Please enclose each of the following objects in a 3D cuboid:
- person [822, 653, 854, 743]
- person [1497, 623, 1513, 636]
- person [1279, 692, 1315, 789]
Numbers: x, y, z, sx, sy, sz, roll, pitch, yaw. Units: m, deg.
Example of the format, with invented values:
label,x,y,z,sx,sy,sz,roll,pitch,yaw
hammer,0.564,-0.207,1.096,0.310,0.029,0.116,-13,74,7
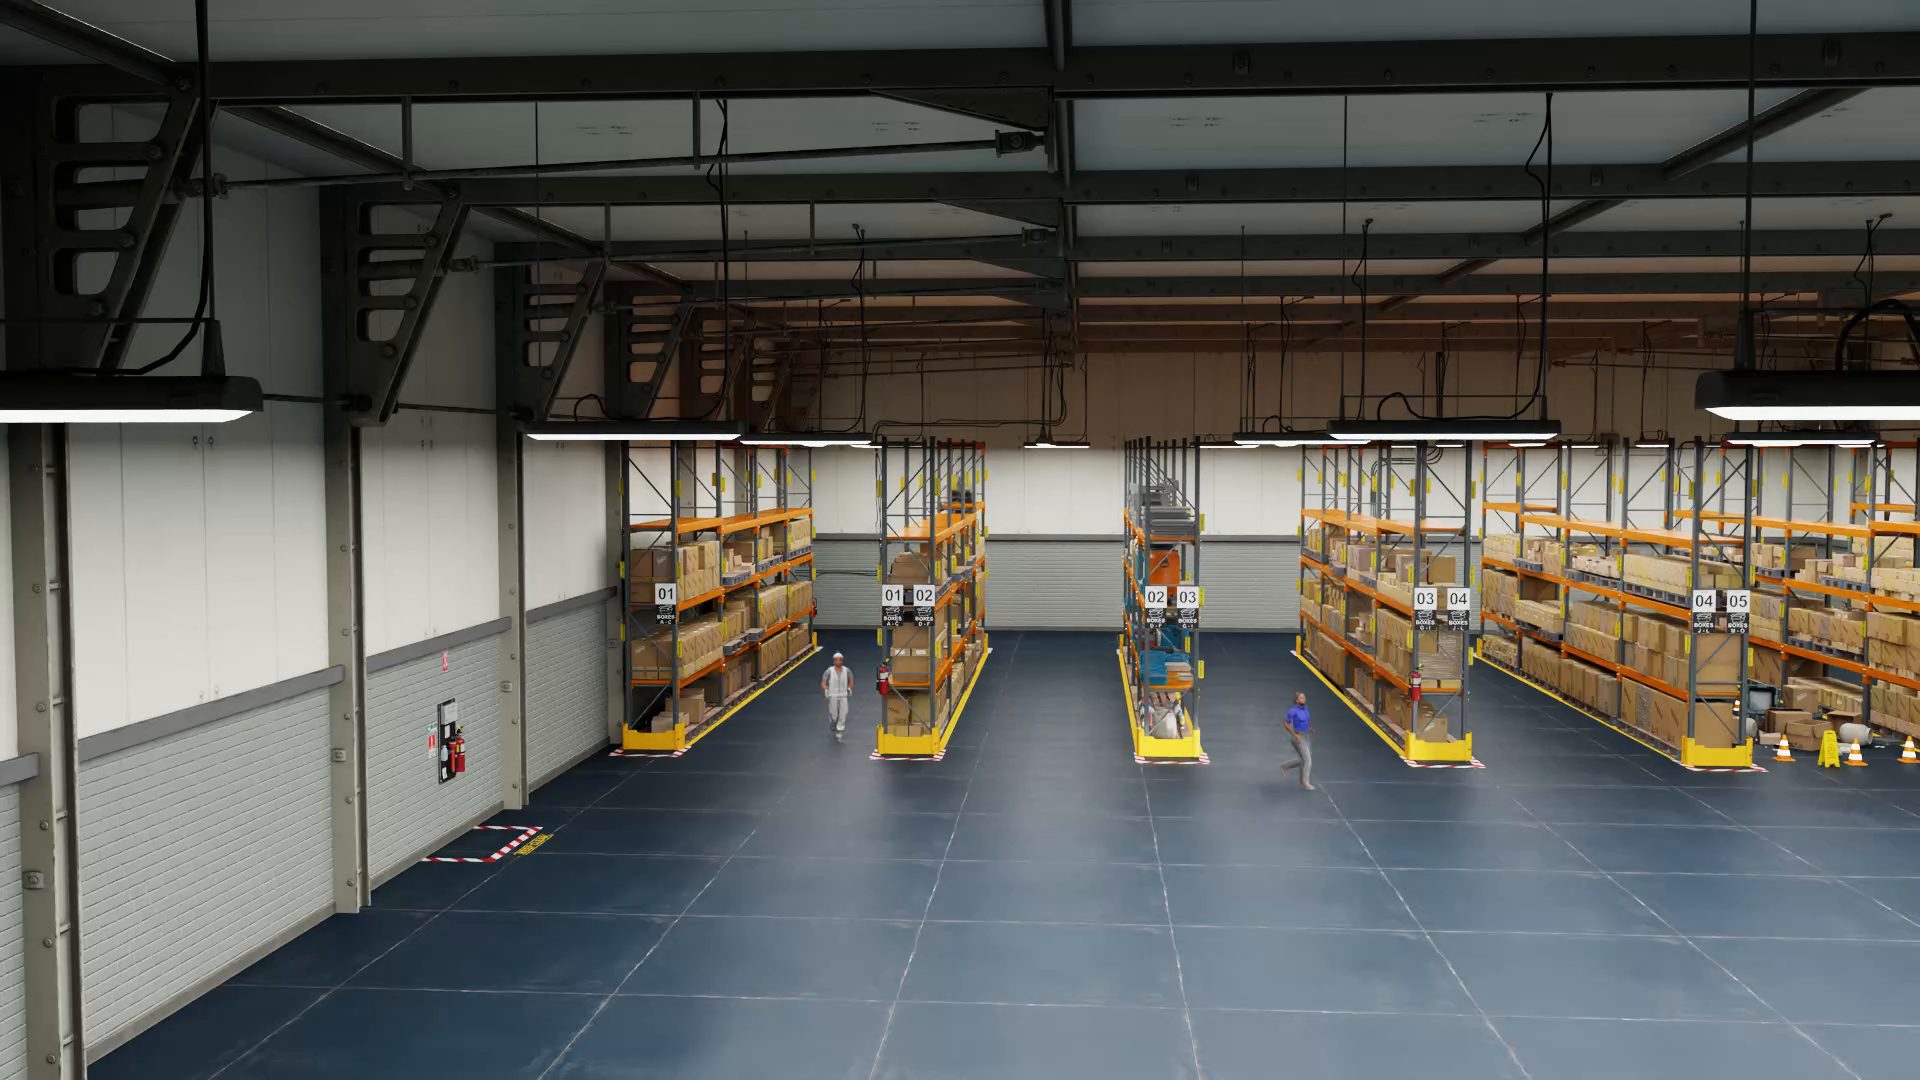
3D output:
label,x,y,z,sx,sy,sz,roll,pitch,yaw
person,-2.397,3.096,32.820,0.655,1.750,0.718,-1,3,-12
person,15.681,2.318,47.515,0.741,1.766,0.702,1,3,11
person,5.766,3.407,28.367,0.673,1.634,0.576,3,4,43
